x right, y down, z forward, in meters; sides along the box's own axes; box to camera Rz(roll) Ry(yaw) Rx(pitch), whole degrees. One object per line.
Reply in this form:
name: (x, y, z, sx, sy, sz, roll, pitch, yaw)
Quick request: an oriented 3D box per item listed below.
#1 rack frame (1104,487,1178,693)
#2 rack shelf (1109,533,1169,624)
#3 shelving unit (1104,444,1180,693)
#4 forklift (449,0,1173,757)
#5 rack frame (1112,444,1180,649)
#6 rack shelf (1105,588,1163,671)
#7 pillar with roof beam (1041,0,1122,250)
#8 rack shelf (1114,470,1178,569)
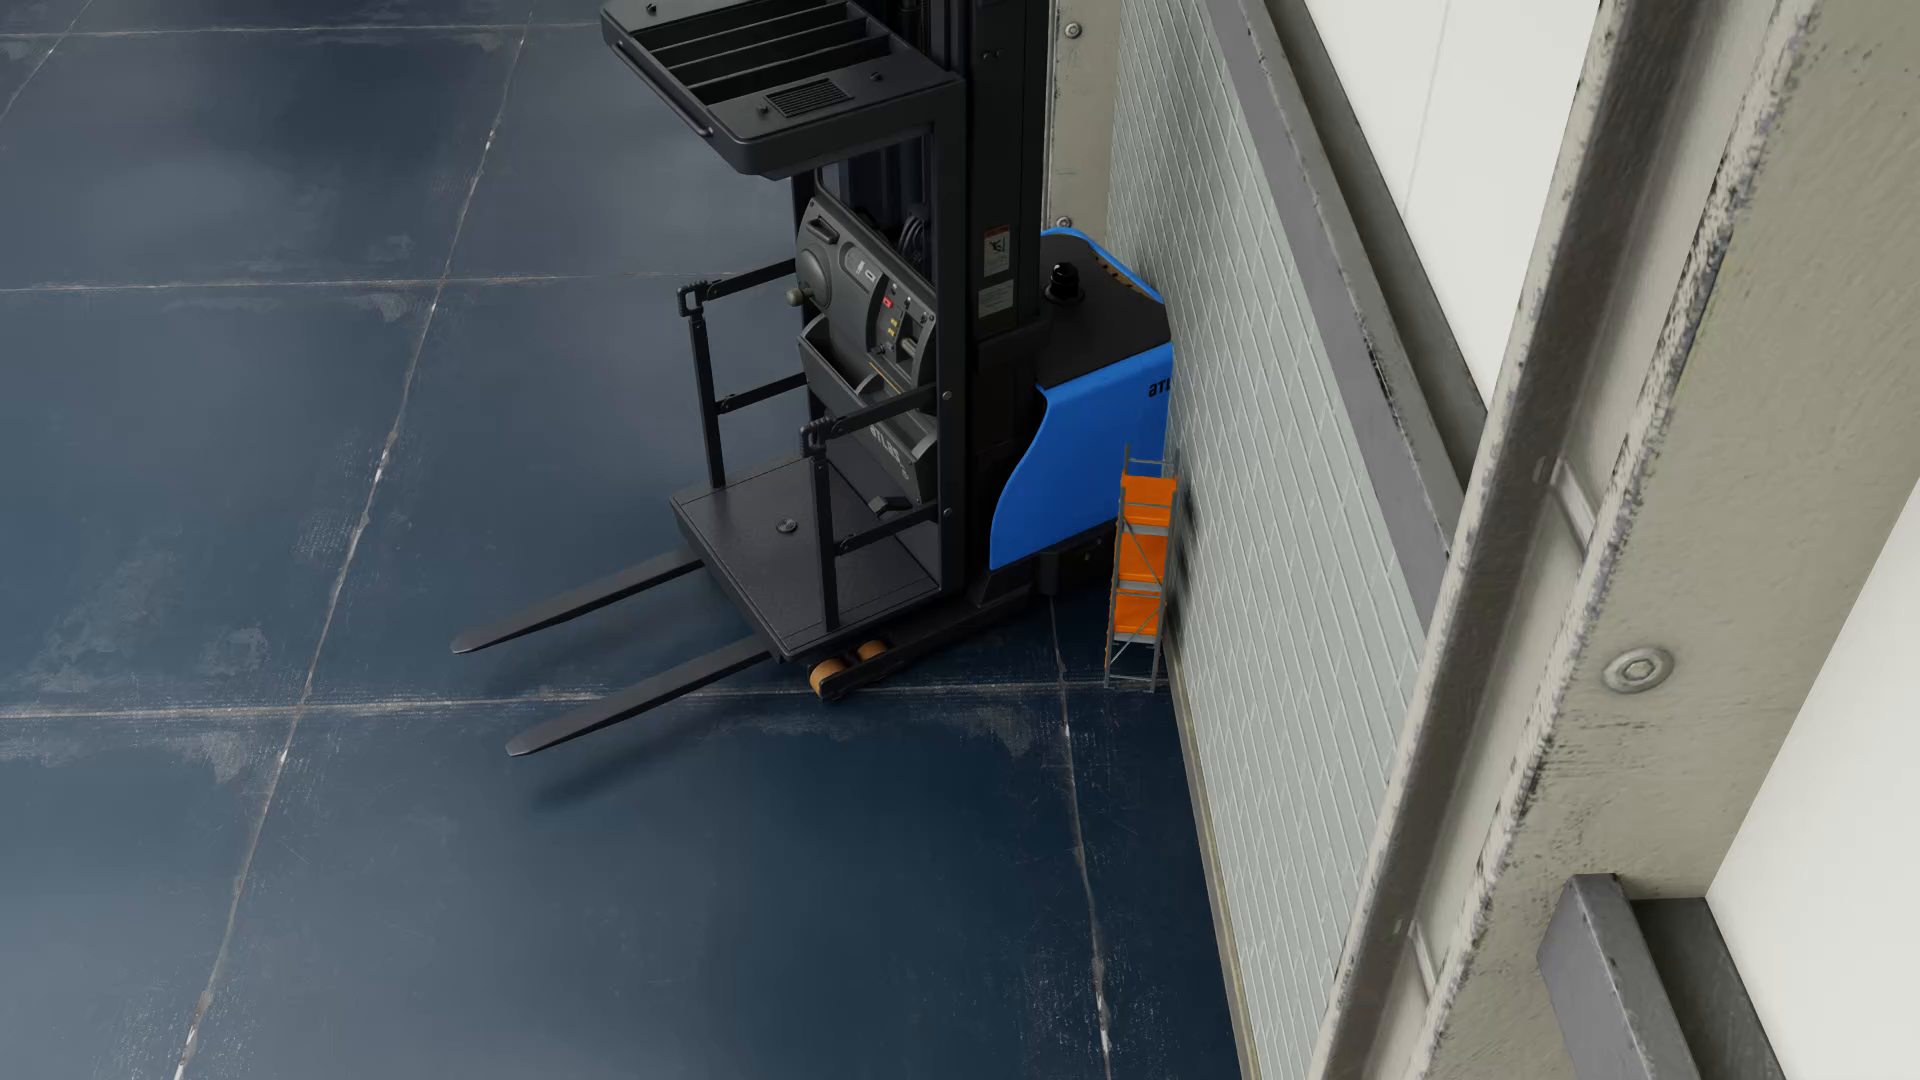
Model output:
rack frame: (0.671, 0.209, 6.245, 0.200, 1.050, 0.008, 5, 43, 6)
rack shelf: (0.688, 0.135, 6.341, 0.215, 0.259, 0.240, 5, 43, 6)
shelving unit: (0.688, 0.127, 6.334, 0.215, 1.050, 0.252, 5, 43, 6)
forklift: (-0.529, -0.859, 6.018, 3.031, 2.935, 1.130, -23, 47, -23)
rack frame: (0.704, 0.046, 6.423, 0.200, 1.050, 0.008, 5, 43, 6)
rack shelf: (0.688, 0.340, 6.529, 0.215, 0.259, 0.240, 5, 43, 6)
pillar with roof beam: (-3.709, -4.657, 5.671, 9.100, 9.000, 0.400, -2, 43, -2)
rack shelf: (0.688, -0.074, 6.150, 0.215, 0.259, 0.240, 5, 43, 6)
